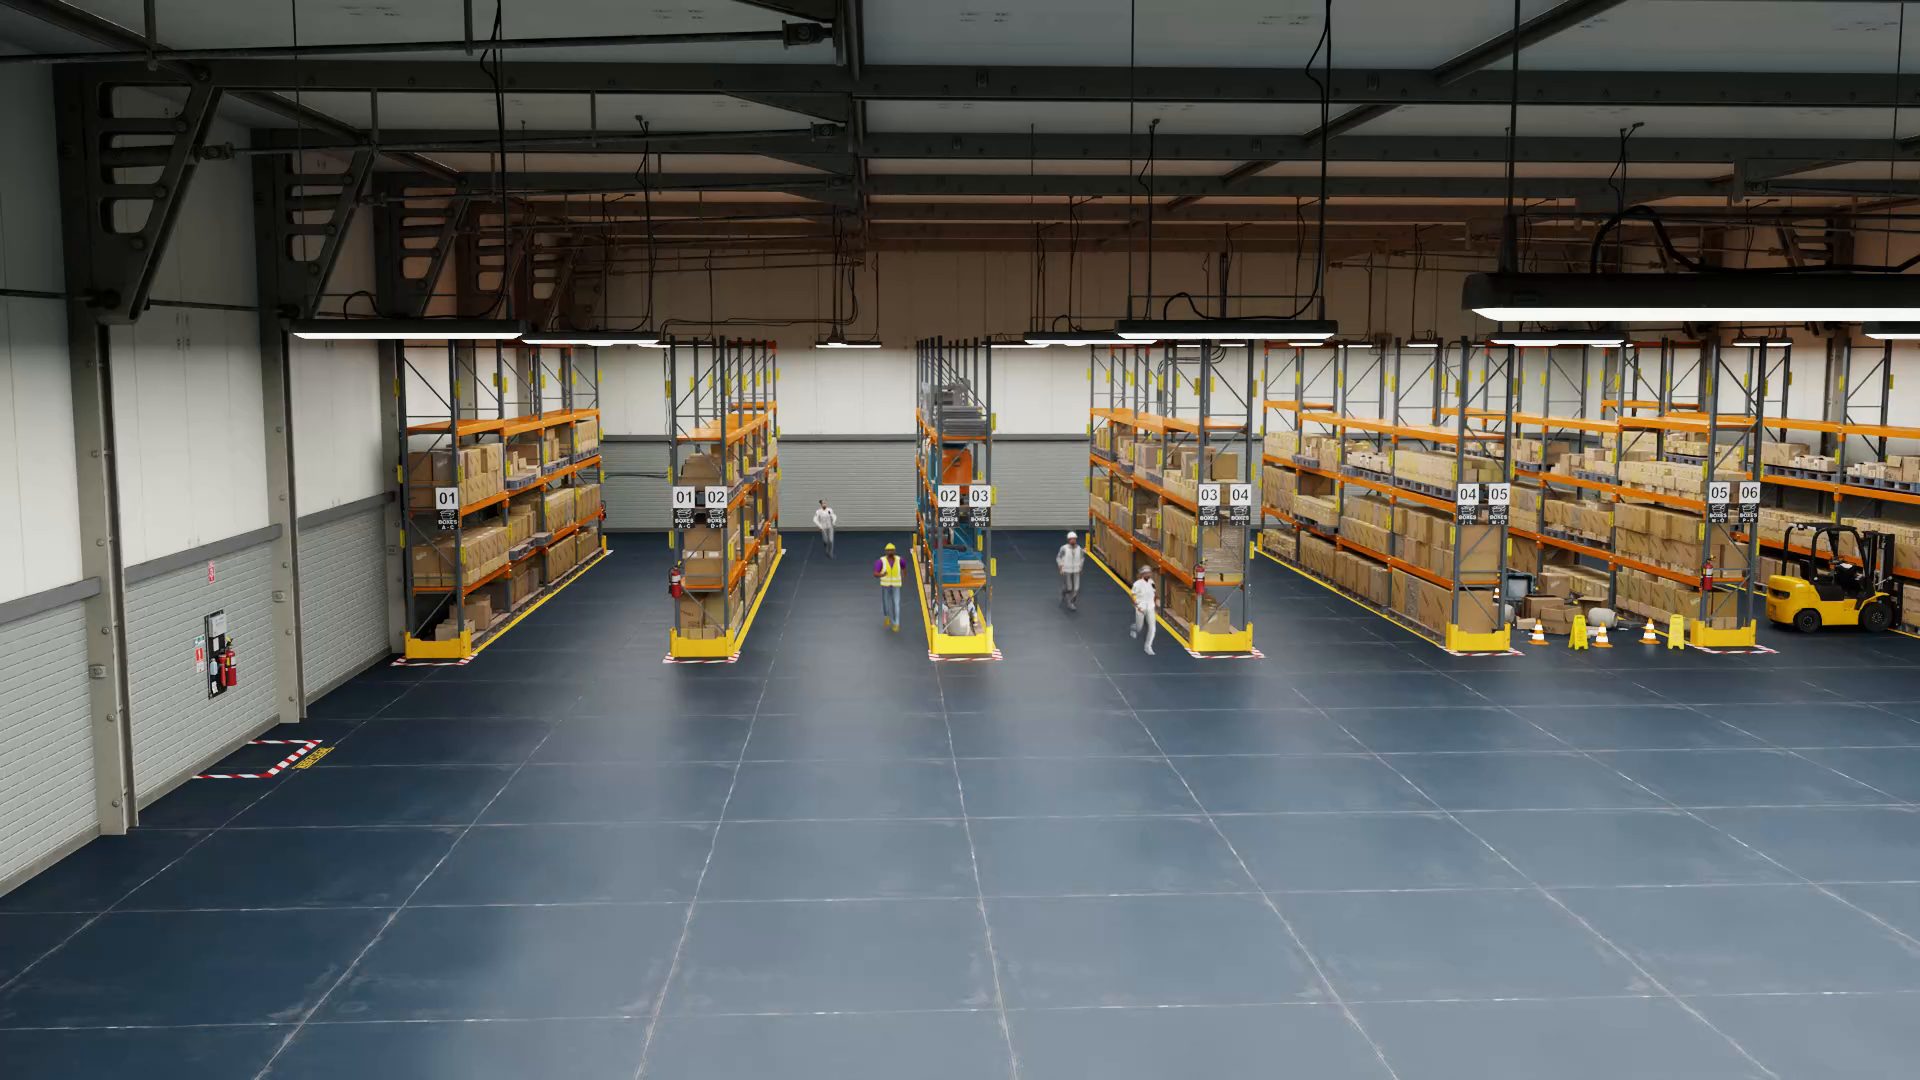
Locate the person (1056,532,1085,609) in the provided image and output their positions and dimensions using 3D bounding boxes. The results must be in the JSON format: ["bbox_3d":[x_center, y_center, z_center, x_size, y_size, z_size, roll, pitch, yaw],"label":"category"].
[{"bbox_3d":[2.465,0.675,37.018,0.648,1.724,0.616,-2,7,-13],"label":"person"}]

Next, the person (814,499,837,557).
[{"bbox_3d":[-3.733,-0.337,46.263,0.640,1.641,0.585,-2,7,-14],"label":"person"}]

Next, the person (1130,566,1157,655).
[{"bbox_3d":[3.526,1.314,31.807,0.568,1.683,0.870,-1,7,-12],"label":"person"}]

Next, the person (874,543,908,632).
[{"bbox_3d":[-1.414,0.946,34.013,0.694,1.760,0.983,-1,7,-5],"label":"person"}]
